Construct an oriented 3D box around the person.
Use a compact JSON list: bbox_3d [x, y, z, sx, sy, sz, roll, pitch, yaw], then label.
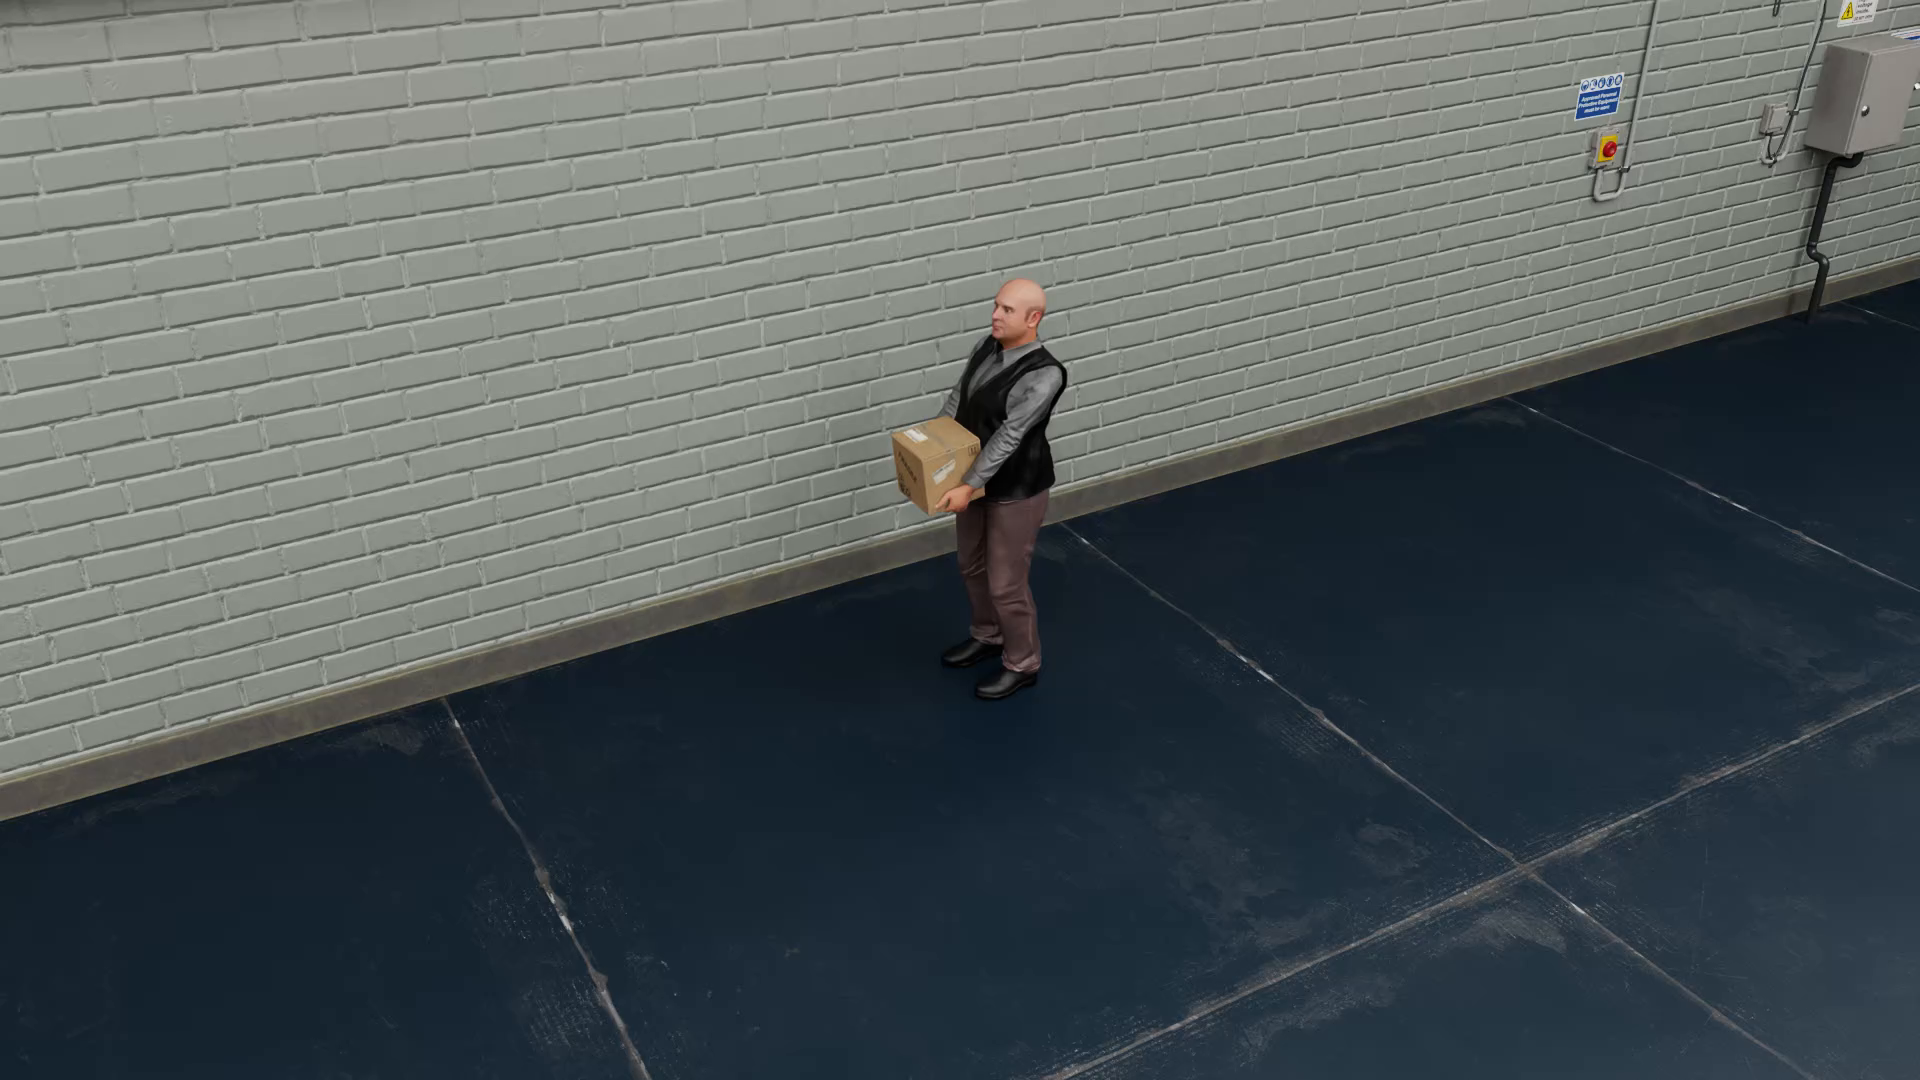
[{"bbox_3d":[0.092,-0.178,6.483,0.550,1.711,0.494,-15,32,-25],"label":"person"}]
